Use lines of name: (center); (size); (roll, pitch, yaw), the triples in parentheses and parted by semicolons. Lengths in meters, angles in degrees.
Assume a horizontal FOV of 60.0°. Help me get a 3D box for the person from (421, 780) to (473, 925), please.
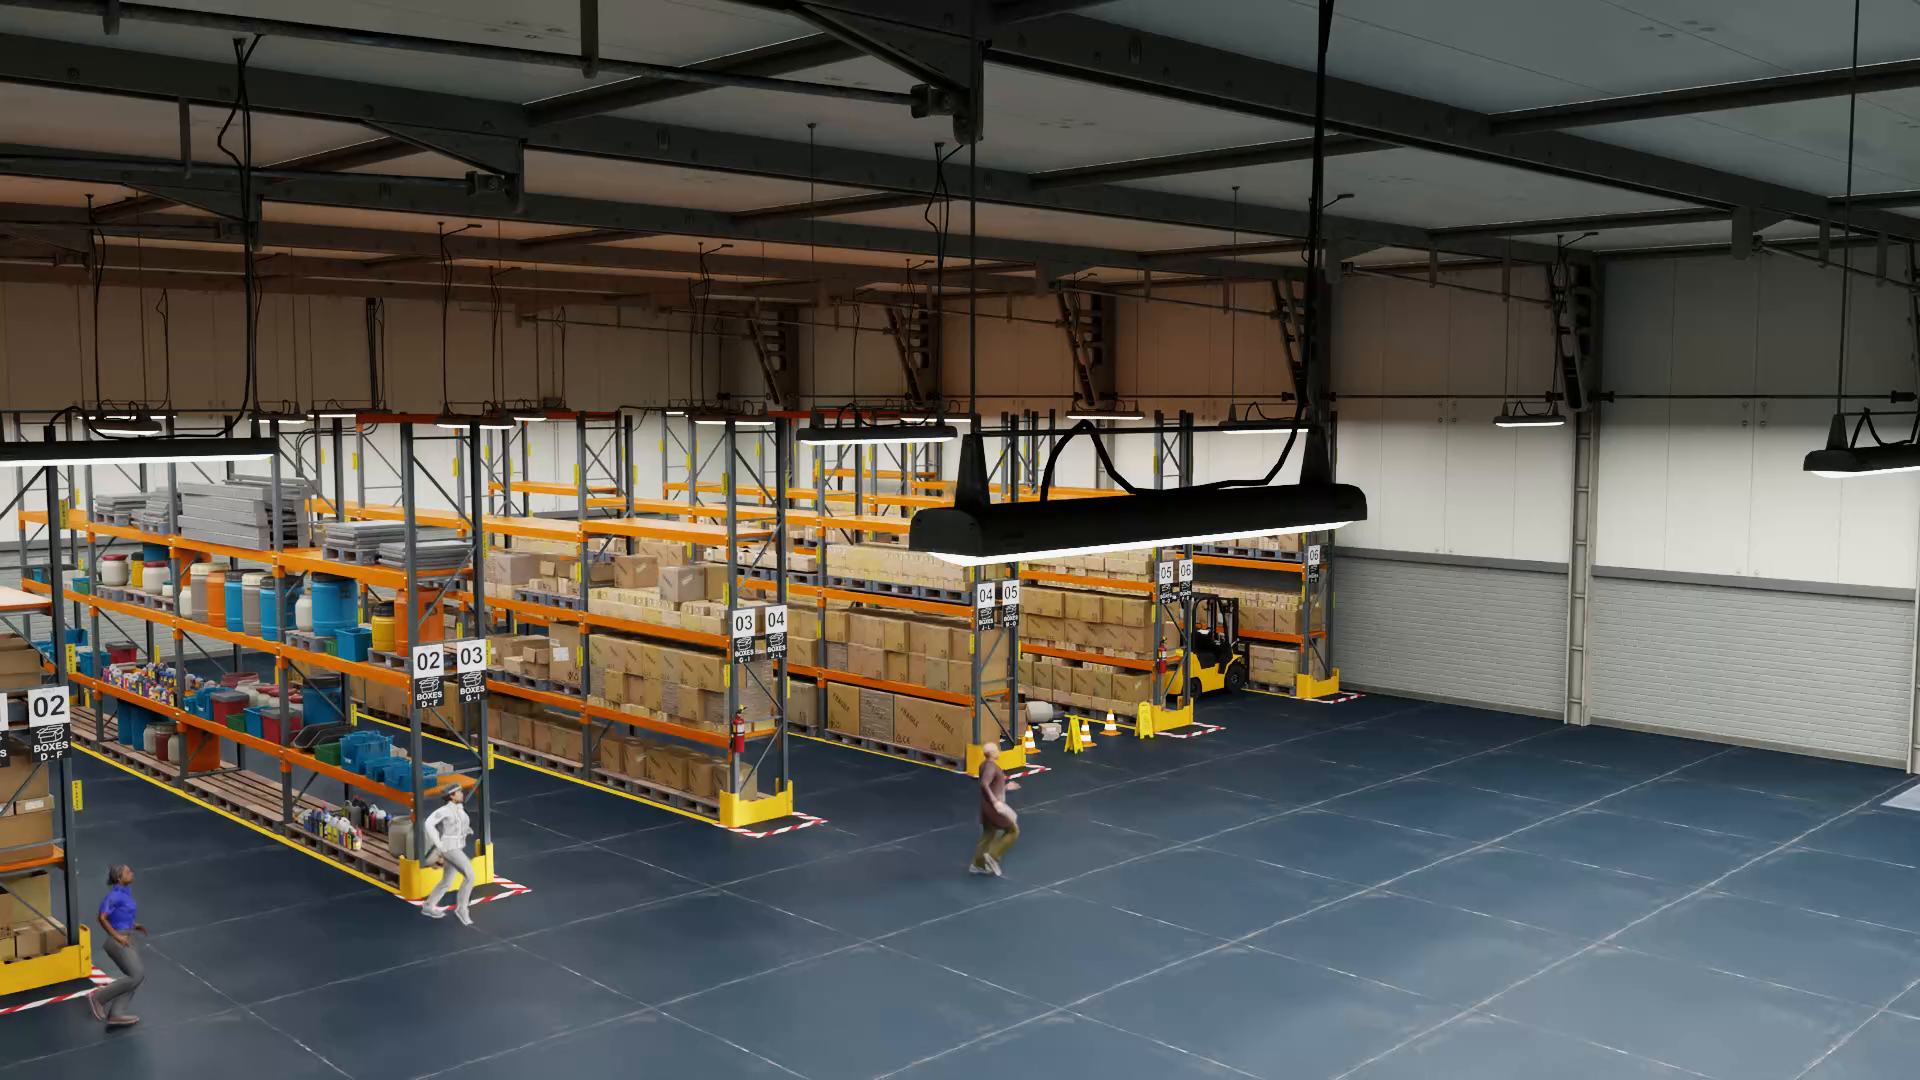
person: (-6.178, 3.777, 20.067); (0.629, 1.735, 0.528); (0, 5, -3)

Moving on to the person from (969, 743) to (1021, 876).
person: (0.472, 3.543, 21.936); (0.725, 1.760, 0.688); (-2, 5, -20)

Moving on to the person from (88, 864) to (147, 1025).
person: (-8.544, 4.083, 16.882); (0.539, 1.568, 0.603); (-2, 5, -20)
